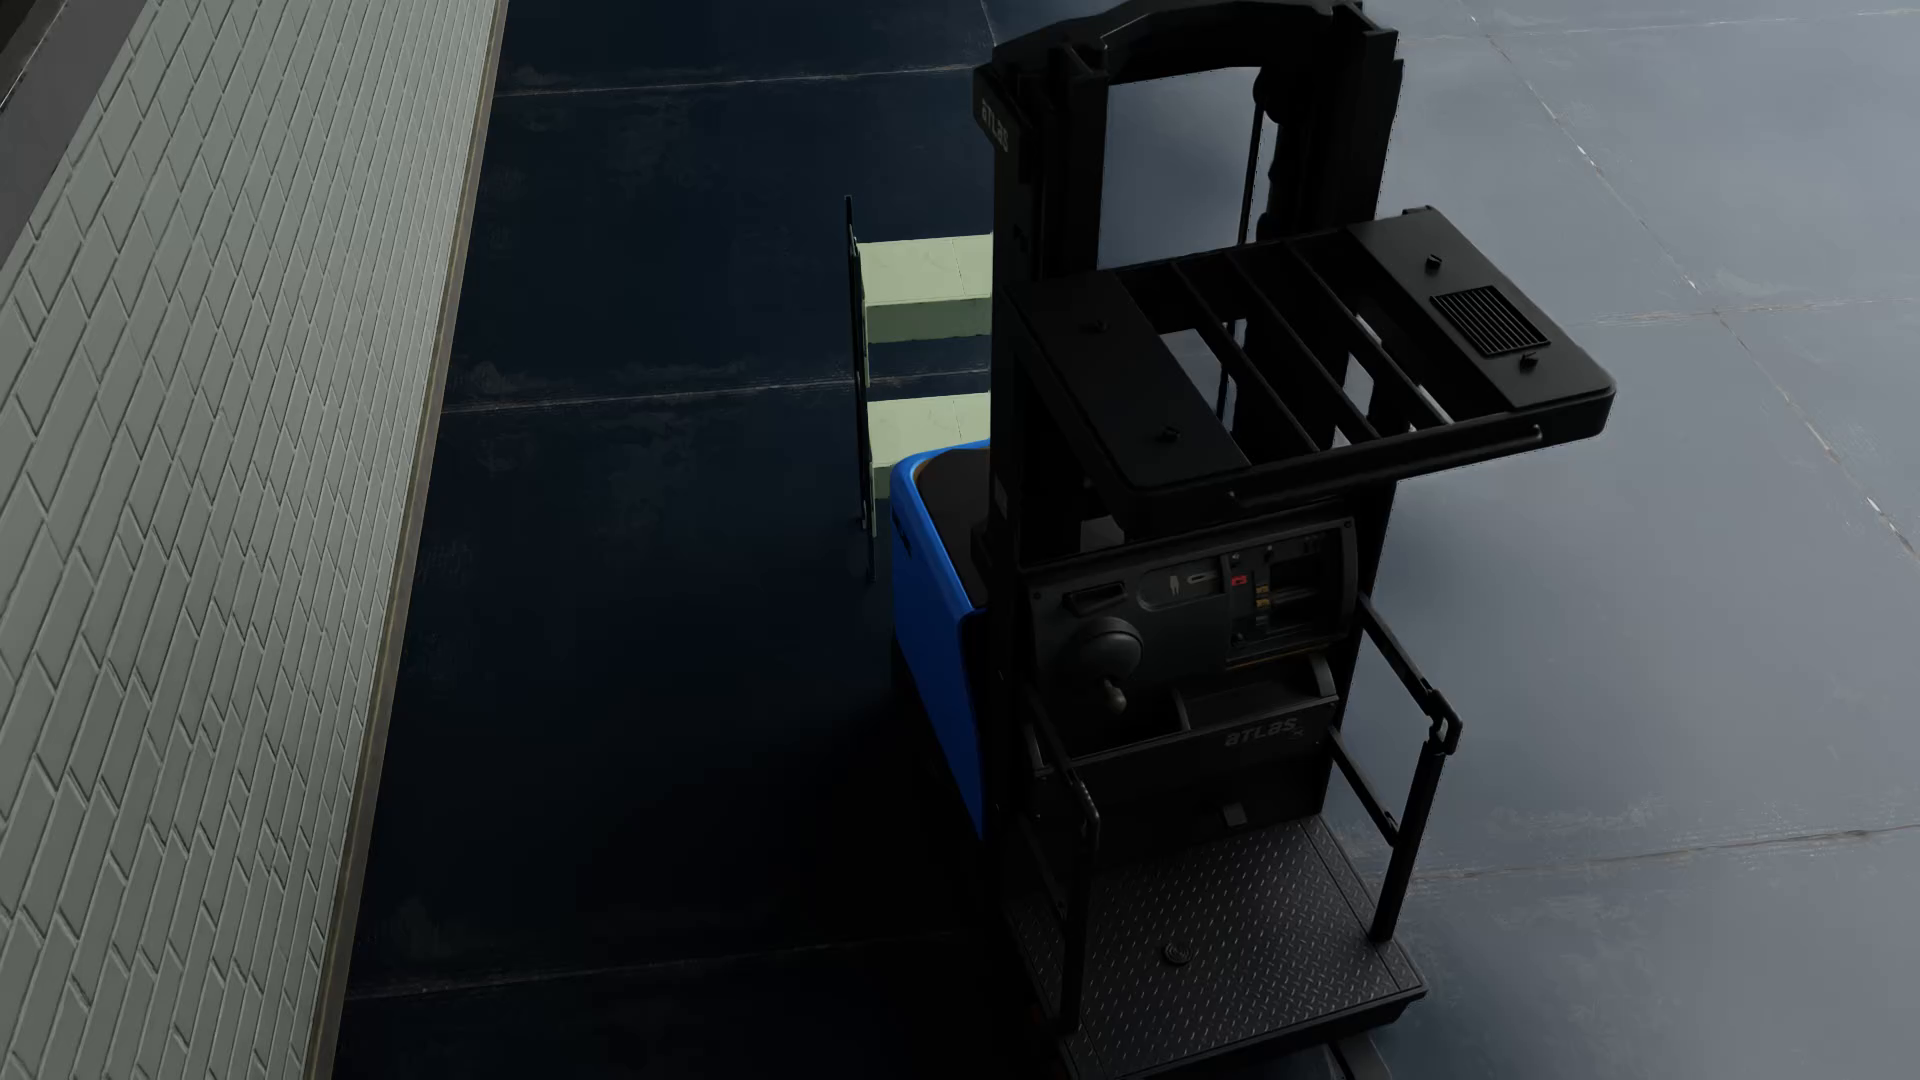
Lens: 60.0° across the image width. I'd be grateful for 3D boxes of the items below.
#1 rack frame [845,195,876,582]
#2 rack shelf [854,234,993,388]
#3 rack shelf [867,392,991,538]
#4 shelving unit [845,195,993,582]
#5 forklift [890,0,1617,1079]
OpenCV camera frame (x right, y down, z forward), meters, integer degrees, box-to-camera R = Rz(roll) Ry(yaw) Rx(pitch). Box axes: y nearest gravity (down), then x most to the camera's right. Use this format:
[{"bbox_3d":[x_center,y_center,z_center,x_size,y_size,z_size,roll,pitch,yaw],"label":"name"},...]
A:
[{"bbox_3d":[-0.370,-0.525,6.212,0.023,1.500,0.400,-5,42,-6],"label":"rack frame"},{"bbox_3d":[-0.007,-0.846,5.986,0.720,0.370,0.431,-5,42,-6],"label":"rack shelf"},{"bbox_3d":[-0.007,-0.314,6.465,0.720,0.370,0.431,-5,42,-6],"label":"rack shelf"},{"bbox_3d":[-0.007,-0.556,6.247,0.755,1.500,0.431,-5,42,-6],"label":"shelving unit"},{"bbox_3d":[0.693,0.279,4.253,1.130,2.935,3.031,-12,43,-13],"label":"forklift"}]
